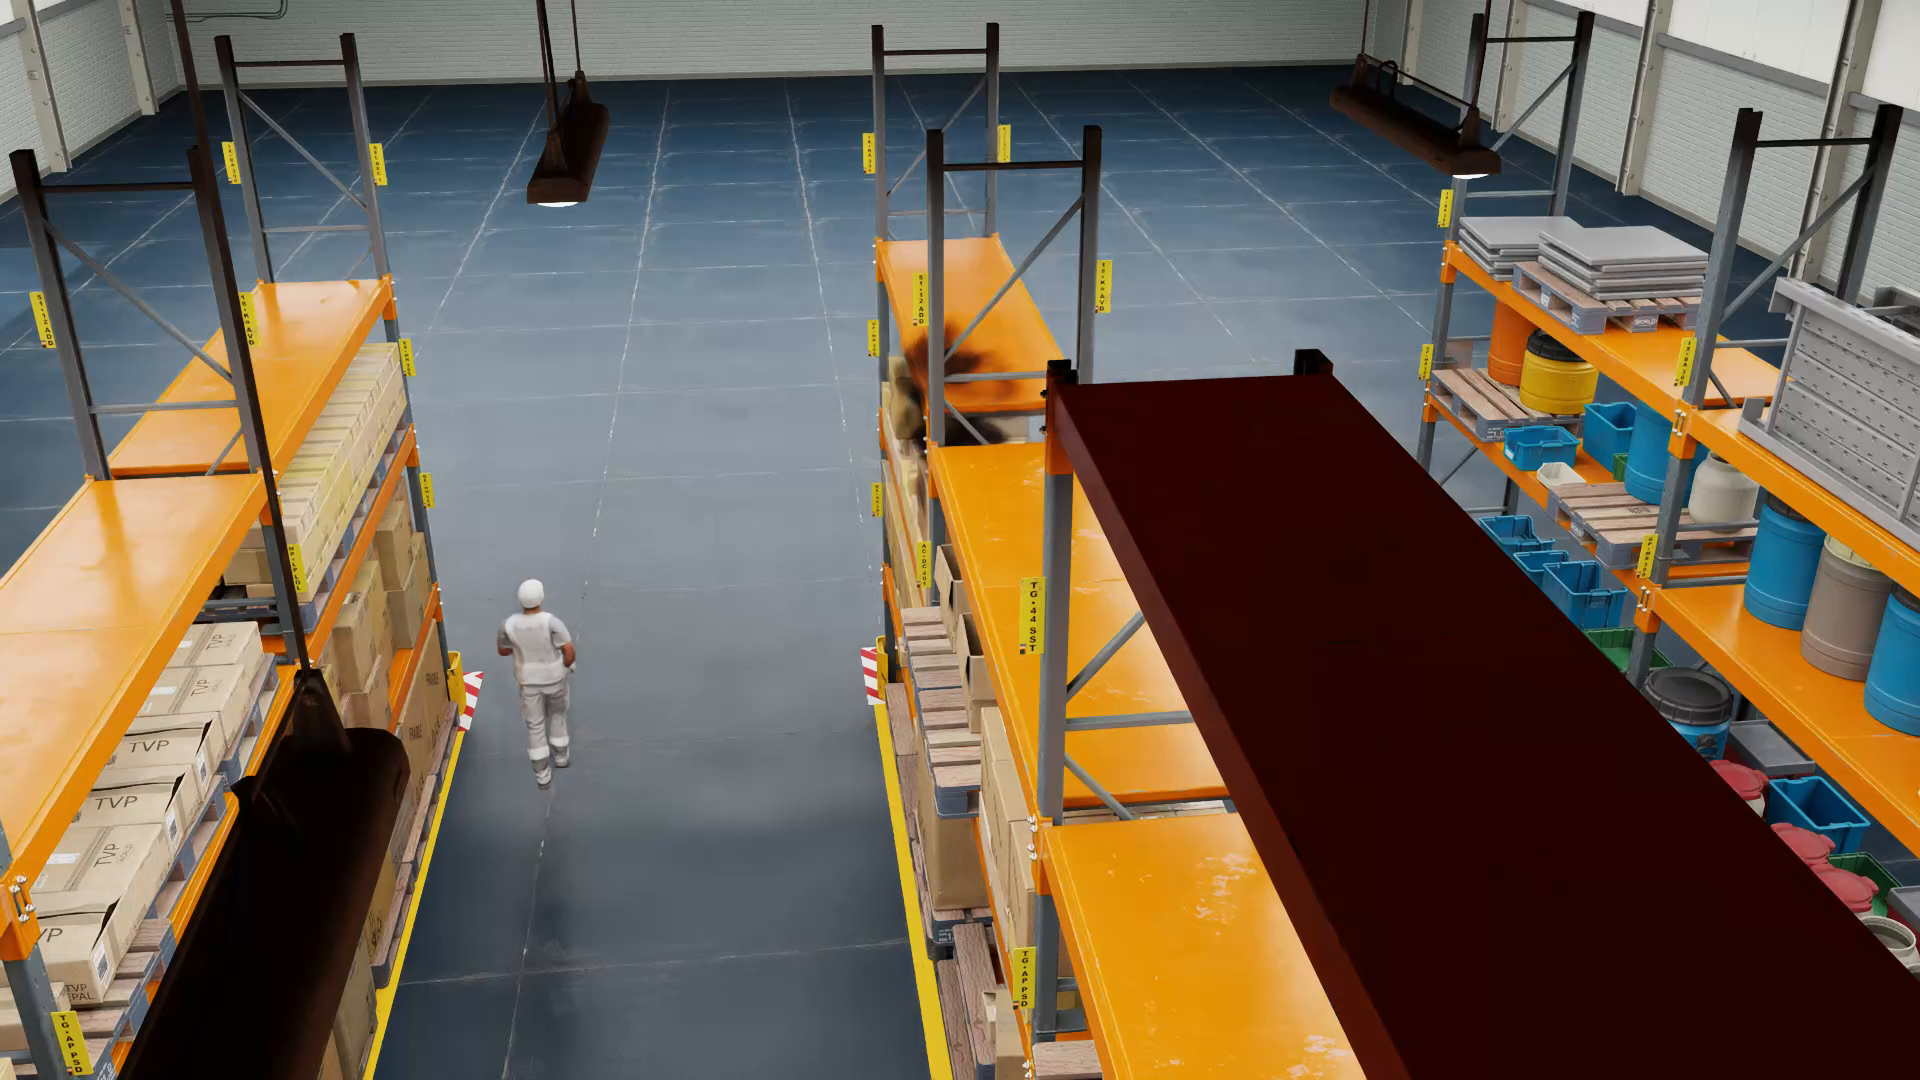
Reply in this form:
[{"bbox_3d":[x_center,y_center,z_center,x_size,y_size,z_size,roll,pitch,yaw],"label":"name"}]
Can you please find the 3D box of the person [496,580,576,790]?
[{"bbox_3d":[-3.359,1.160,13.398,0.630,1.900,0.714,-4,26,-8],"label":"person"}]
